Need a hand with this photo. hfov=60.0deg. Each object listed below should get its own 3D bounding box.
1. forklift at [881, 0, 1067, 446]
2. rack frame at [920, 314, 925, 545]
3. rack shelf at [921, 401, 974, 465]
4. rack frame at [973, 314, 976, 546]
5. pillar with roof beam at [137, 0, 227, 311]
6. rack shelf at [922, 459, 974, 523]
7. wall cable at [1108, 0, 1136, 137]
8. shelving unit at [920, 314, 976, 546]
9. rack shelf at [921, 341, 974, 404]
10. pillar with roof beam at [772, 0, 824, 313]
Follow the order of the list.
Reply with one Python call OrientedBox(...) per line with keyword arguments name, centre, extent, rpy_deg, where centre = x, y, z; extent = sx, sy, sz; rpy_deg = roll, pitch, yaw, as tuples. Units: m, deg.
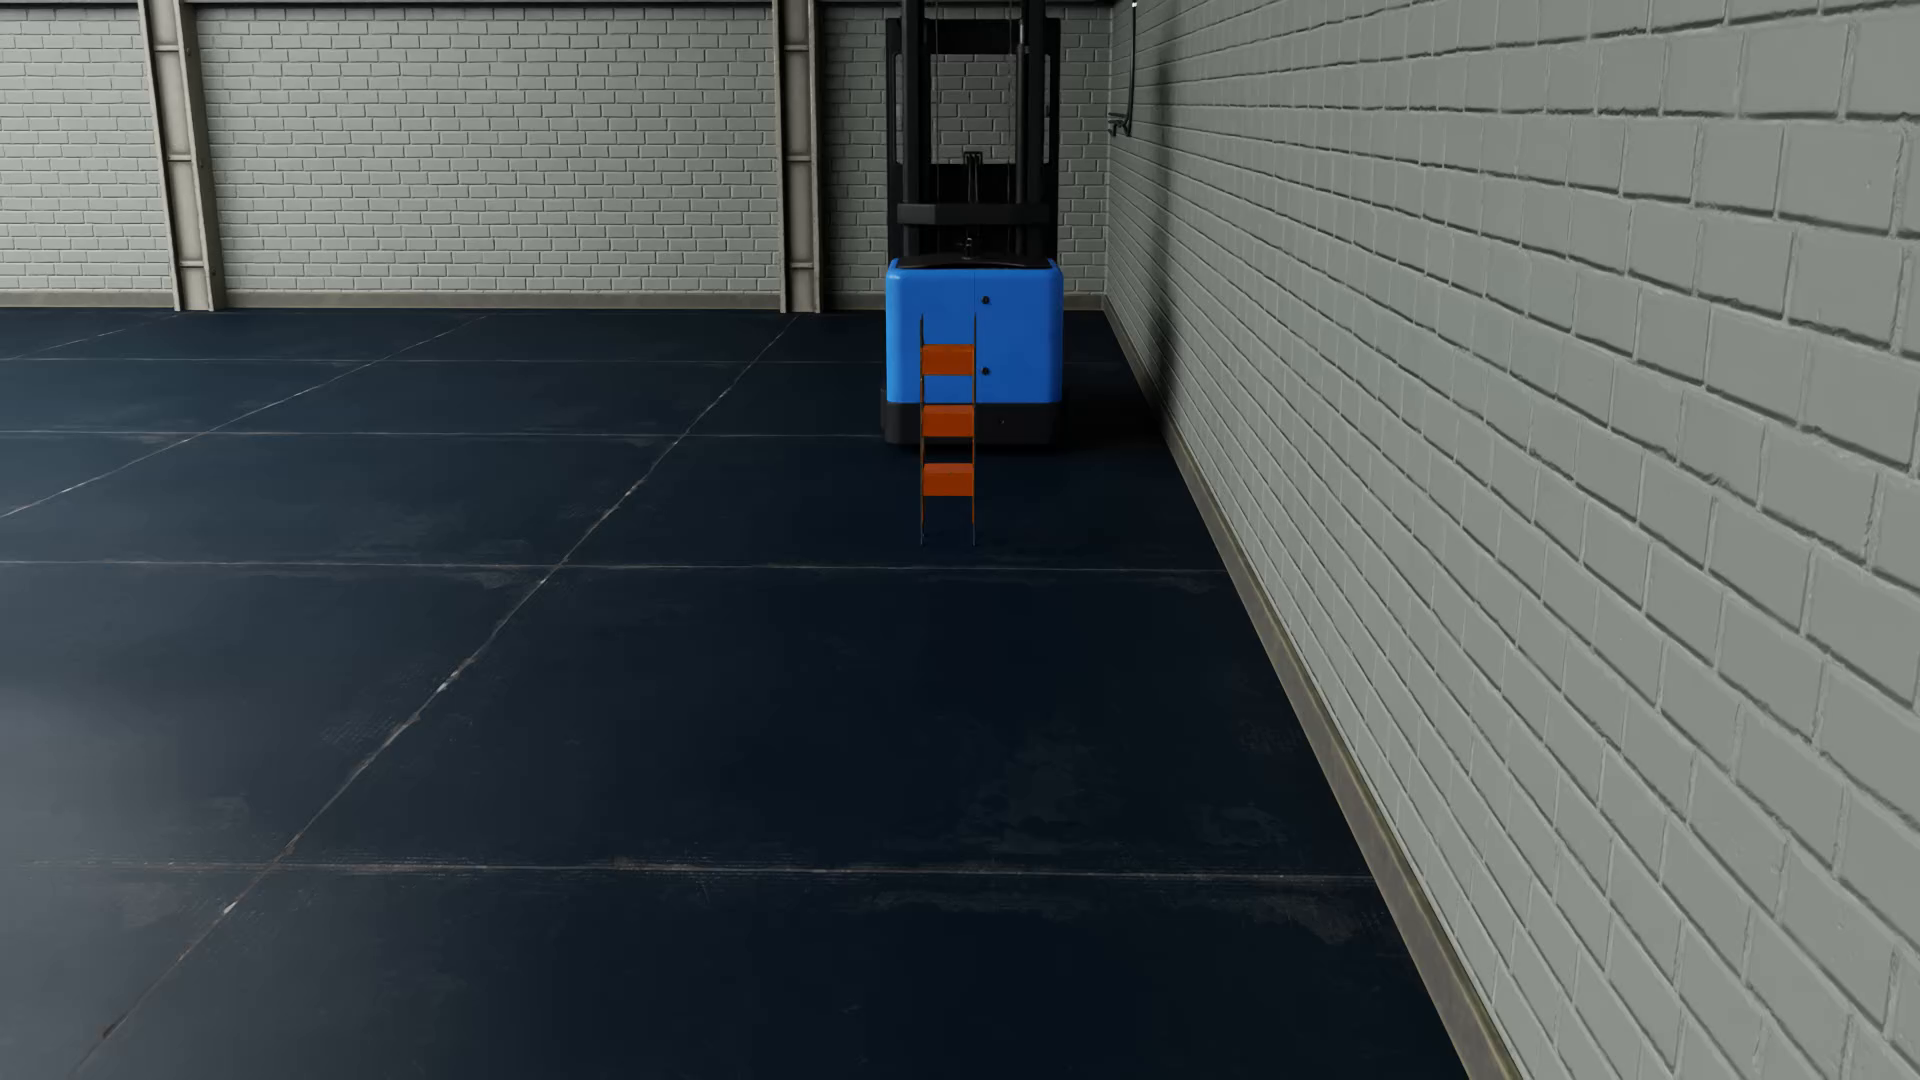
OrientedBox(name="forklift", centre=(0.078, -2.290, 10.774), extent=(1.130, 2.935, 3.031), rpy_deg=(0, 15, 0))
OrientedBox(name="rack frame", centre=(-0.175, -0.509, 7.710), extent=(0.008, 1.050, 0.200), rpy_deg=(0, 15, 1))
OrientedBox(name="rack shelf", centre=(-0.054, -0.498, 7.710), extent=(0.240, 0.259, 0.215), rpy_deg=(0, 15, 1))
OrientedBox(name="rack frame", centre=(0.068, -0.507, 7.704), extent=(0.008, 1.050, 0.200), rpy_deg=(0, 15, 1))
OrientedBox(name="pillar with roof beam", centre=(-7.662, -5.553, 11.249), extent=(0.400, 9.000, 9.100), rpy_deg=(0, 15, 1))
OrientedBox(name="rack shelf", centre=(-0.053, -0.229, 7.781), extent=(0.240, 0.259, 0.215), rpy_deg=(0, 15, 1))
OrientedBox(name="wall cable", centre=(1.357, -4.754, 14.307), extent=(0.112, 2.526, 3.097), rpy_deg=(0, 15, 1))
OrientedBox(name="shelving unit", centre=(-0.053, -0.508, 7.707), extent=(0.252, 1.050, 0.215), rpy_deg=(0, 15, 1))
OrientedBox(name="rack shelf", centre=(-0.054, -0.772, 7.638), extent=(0.240, 0.259, 0.215), rpy_deg=(0, 15, 1))
OrientedBox(name="pillar with roof beam", centre=(-1.664, -5.514, 11.101), extent=(0.400, 9.000, 9.100), rpy_deg=(0, 15, 1))
